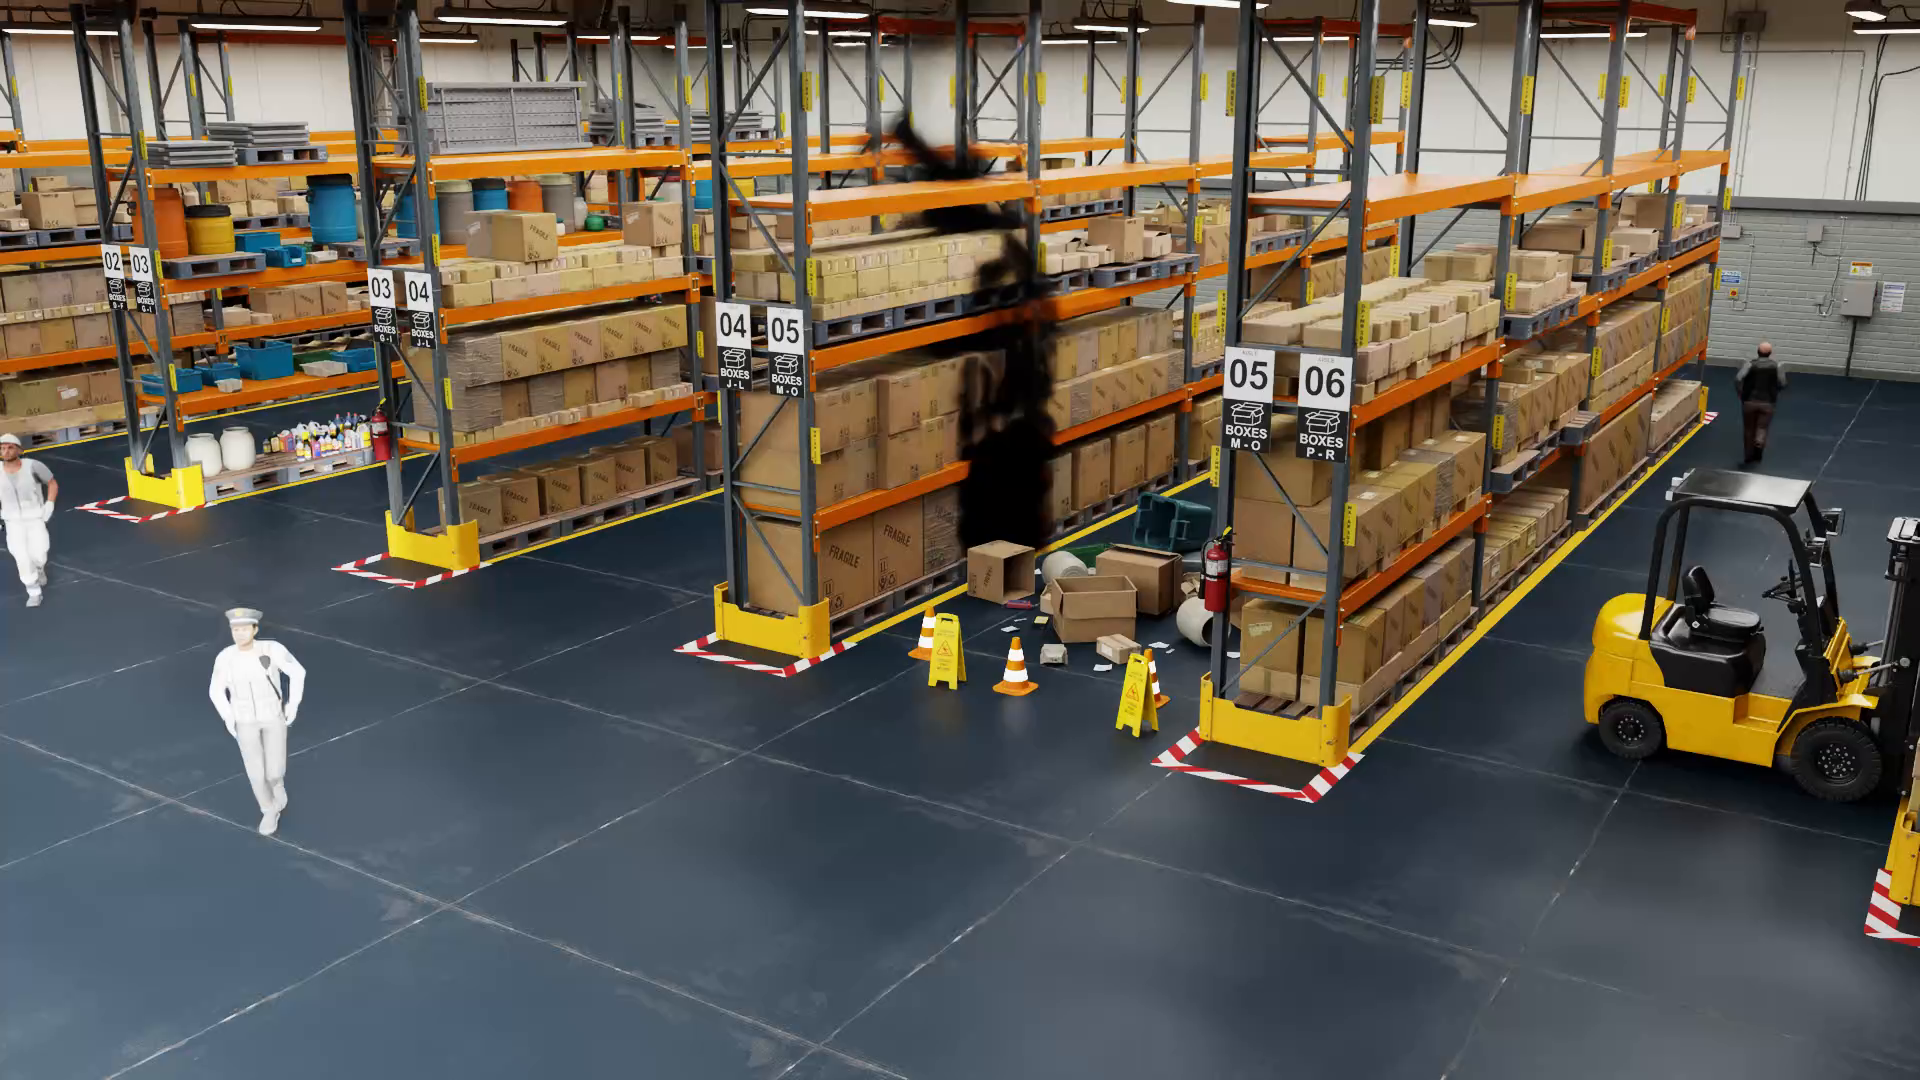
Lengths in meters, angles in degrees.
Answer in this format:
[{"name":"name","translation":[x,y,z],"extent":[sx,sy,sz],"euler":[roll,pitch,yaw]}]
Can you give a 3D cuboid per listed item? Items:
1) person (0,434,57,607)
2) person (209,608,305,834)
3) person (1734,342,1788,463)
[{"name":"person","translation":[-9.435,-0.216,16.766],"extent":[0.653,1.749,0.564],"euler":[-6,17,-21]},{"name":"person","translation":[-4.904,1.257,11.642],"extent":[0.624,1.663,0.492],"euler":[-4,16,-15]},{"name":"person","translation":[10.891,-1.848,22.694],"extent":[0.663,1.707,0.927],"euler":[7,17,25]}]
